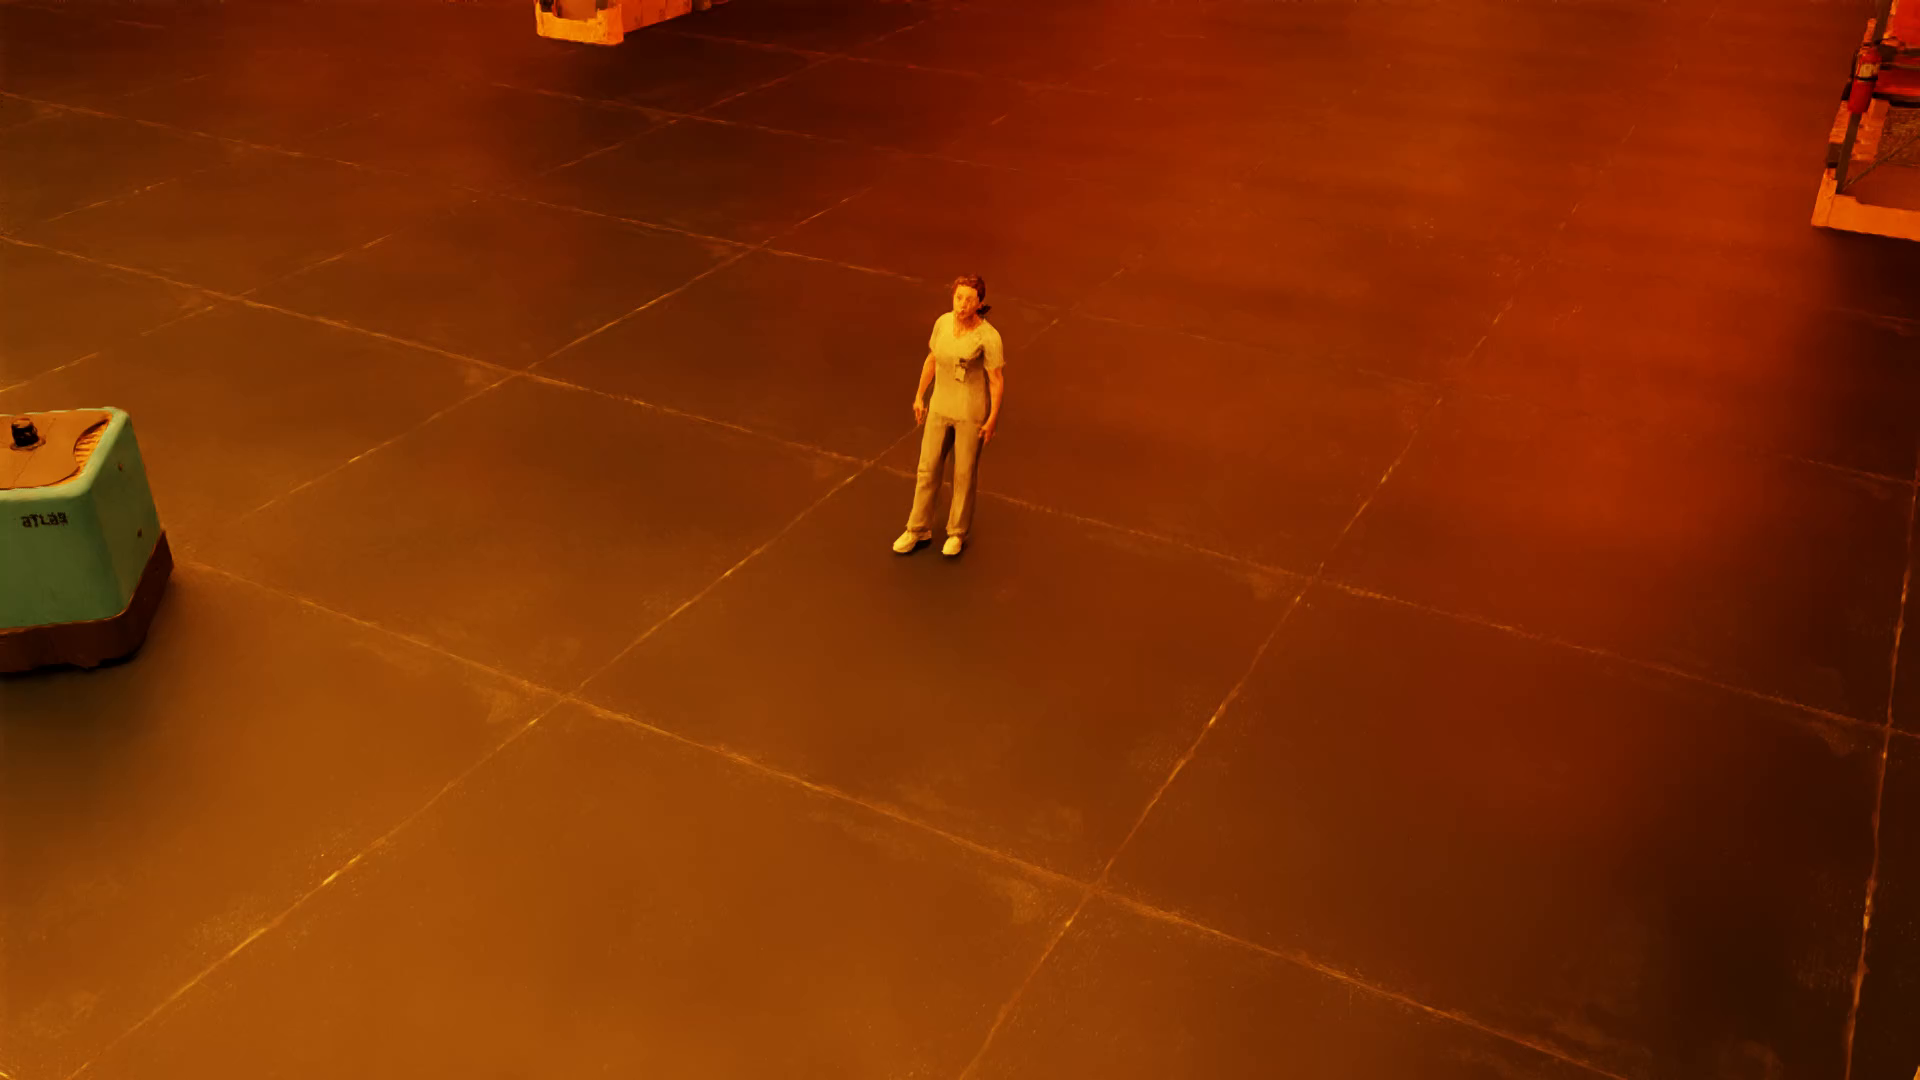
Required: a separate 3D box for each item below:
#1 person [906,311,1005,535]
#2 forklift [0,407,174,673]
[{"bbox_3d":[-0.021,-0.642,9.607,0.519,1.361,0.395,15,33,25],"label":"person"},{"bbox_3d":[-5.949,-0.708,8.297,3.031,2.935,1.130,-5,30,-9],"label":"forklift"}]
